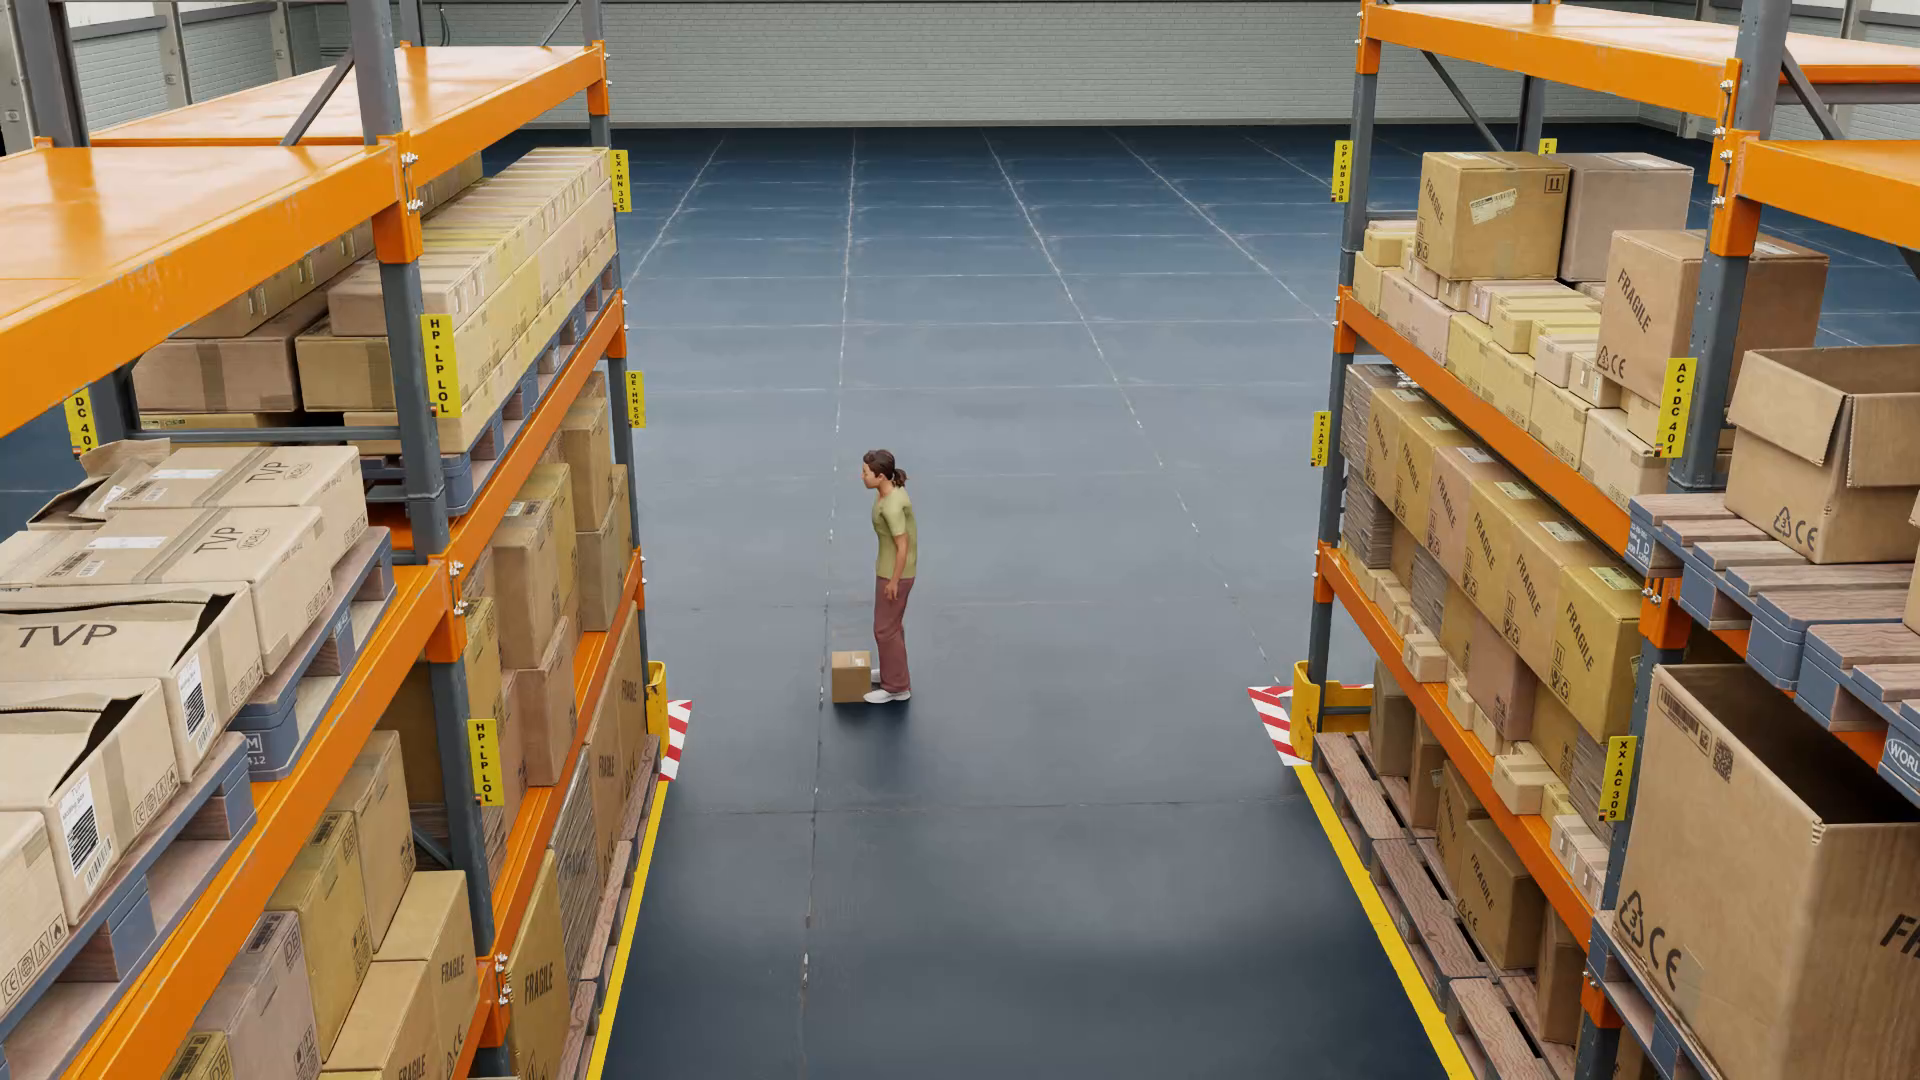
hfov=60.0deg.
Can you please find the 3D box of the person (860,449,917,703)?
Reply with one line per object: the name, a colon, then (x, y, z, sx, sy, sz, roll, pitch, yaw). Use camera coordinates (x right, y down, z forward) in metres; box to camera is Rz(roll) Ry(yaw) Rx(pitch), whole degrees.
person: (-0.453, 0.213, 10.515, 0.366, 1.667, 0.518, -2, 21, -6)
